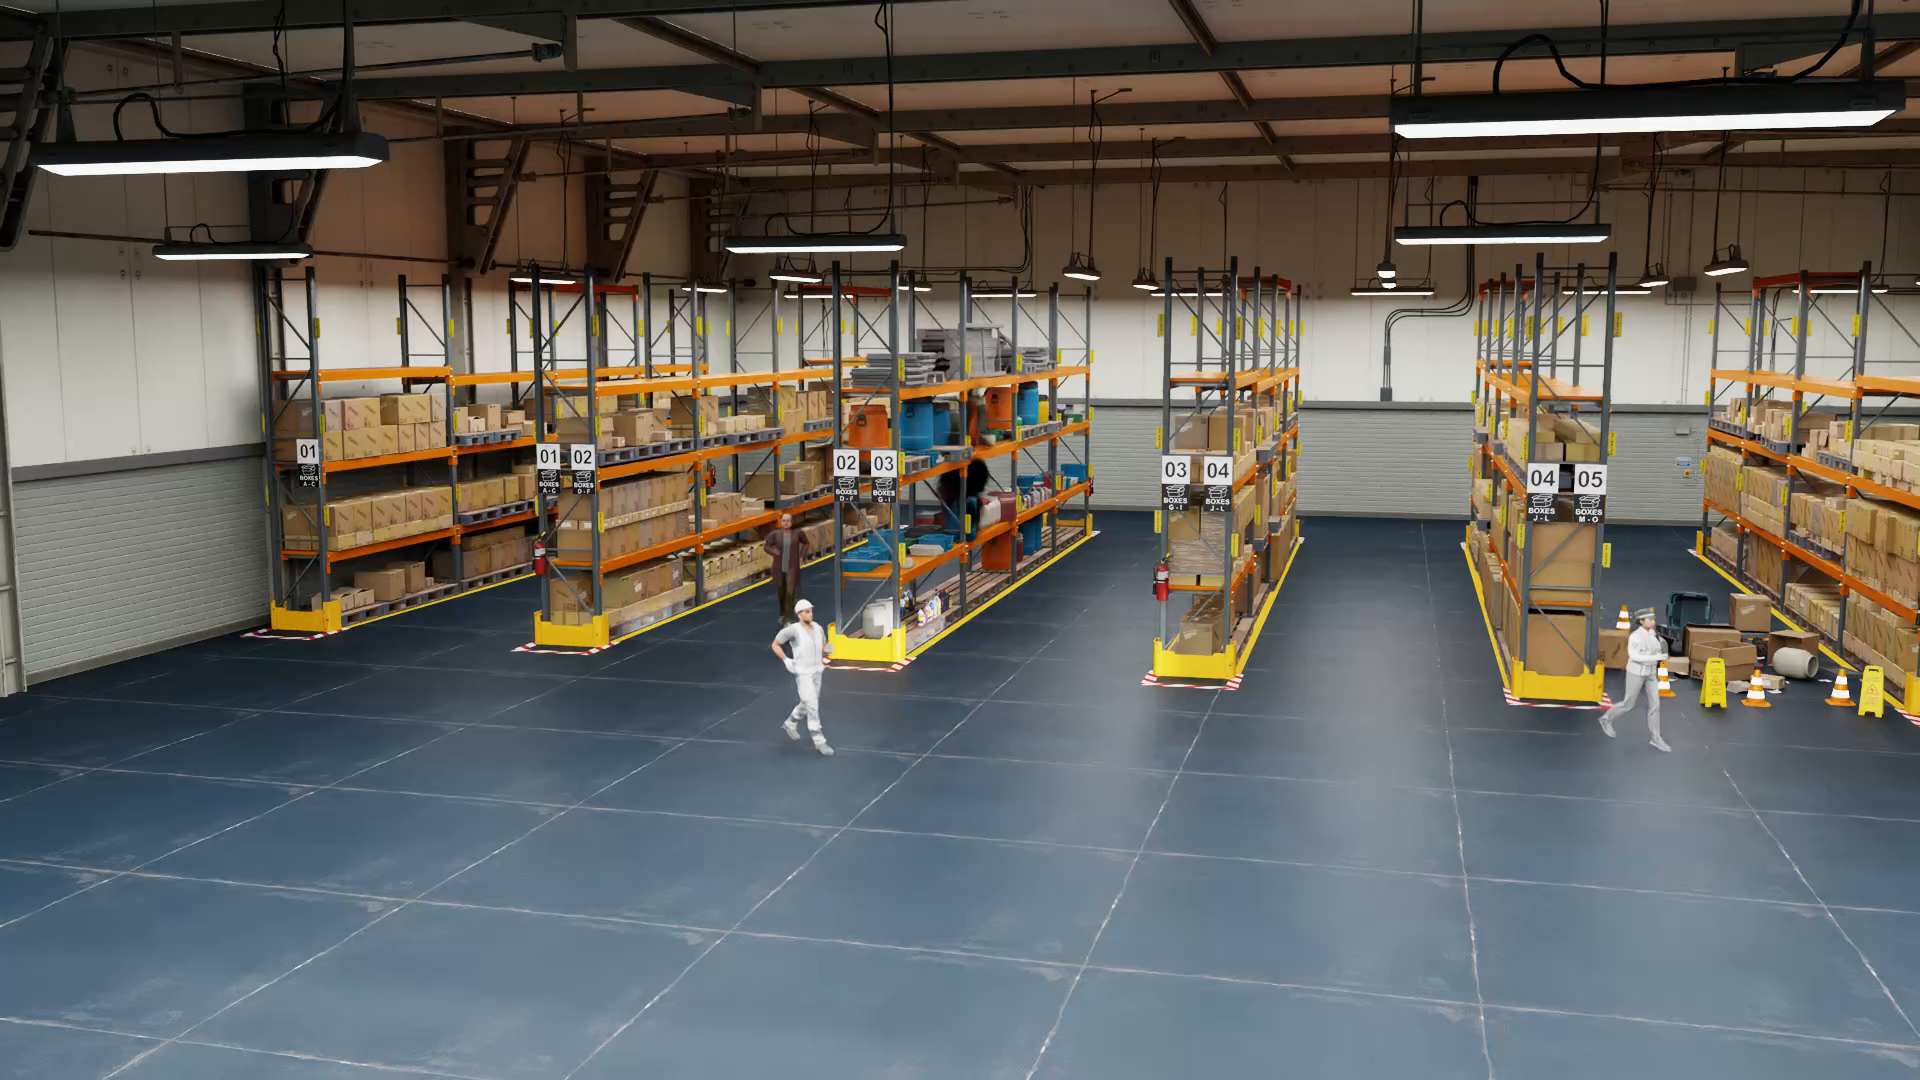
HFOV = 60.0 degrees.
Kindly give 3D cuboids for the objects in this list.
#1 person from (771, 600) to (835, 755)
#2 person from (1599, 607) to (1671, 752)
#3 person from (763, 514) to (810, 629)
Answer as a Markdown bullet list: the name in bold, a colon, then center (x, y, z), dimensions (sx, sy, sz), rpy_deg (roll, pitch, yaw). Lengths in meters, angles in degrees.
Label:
- **person**: center (-1.801, 1.591, 19.676), dimensions (0.948, 1.782, 0.656), rpy_deg (6, 9, 40)
- **person**: center (8.131, 1.620, 19.910), dimensions (0.606, 1.686, 0.938), rpy_deg (-5, 9, -33)
- **person**: center (-2.754, 0.521, 26.270), dimensions (0.687, 1.891, 0.801), rpy_deg (0, 7, 3)
